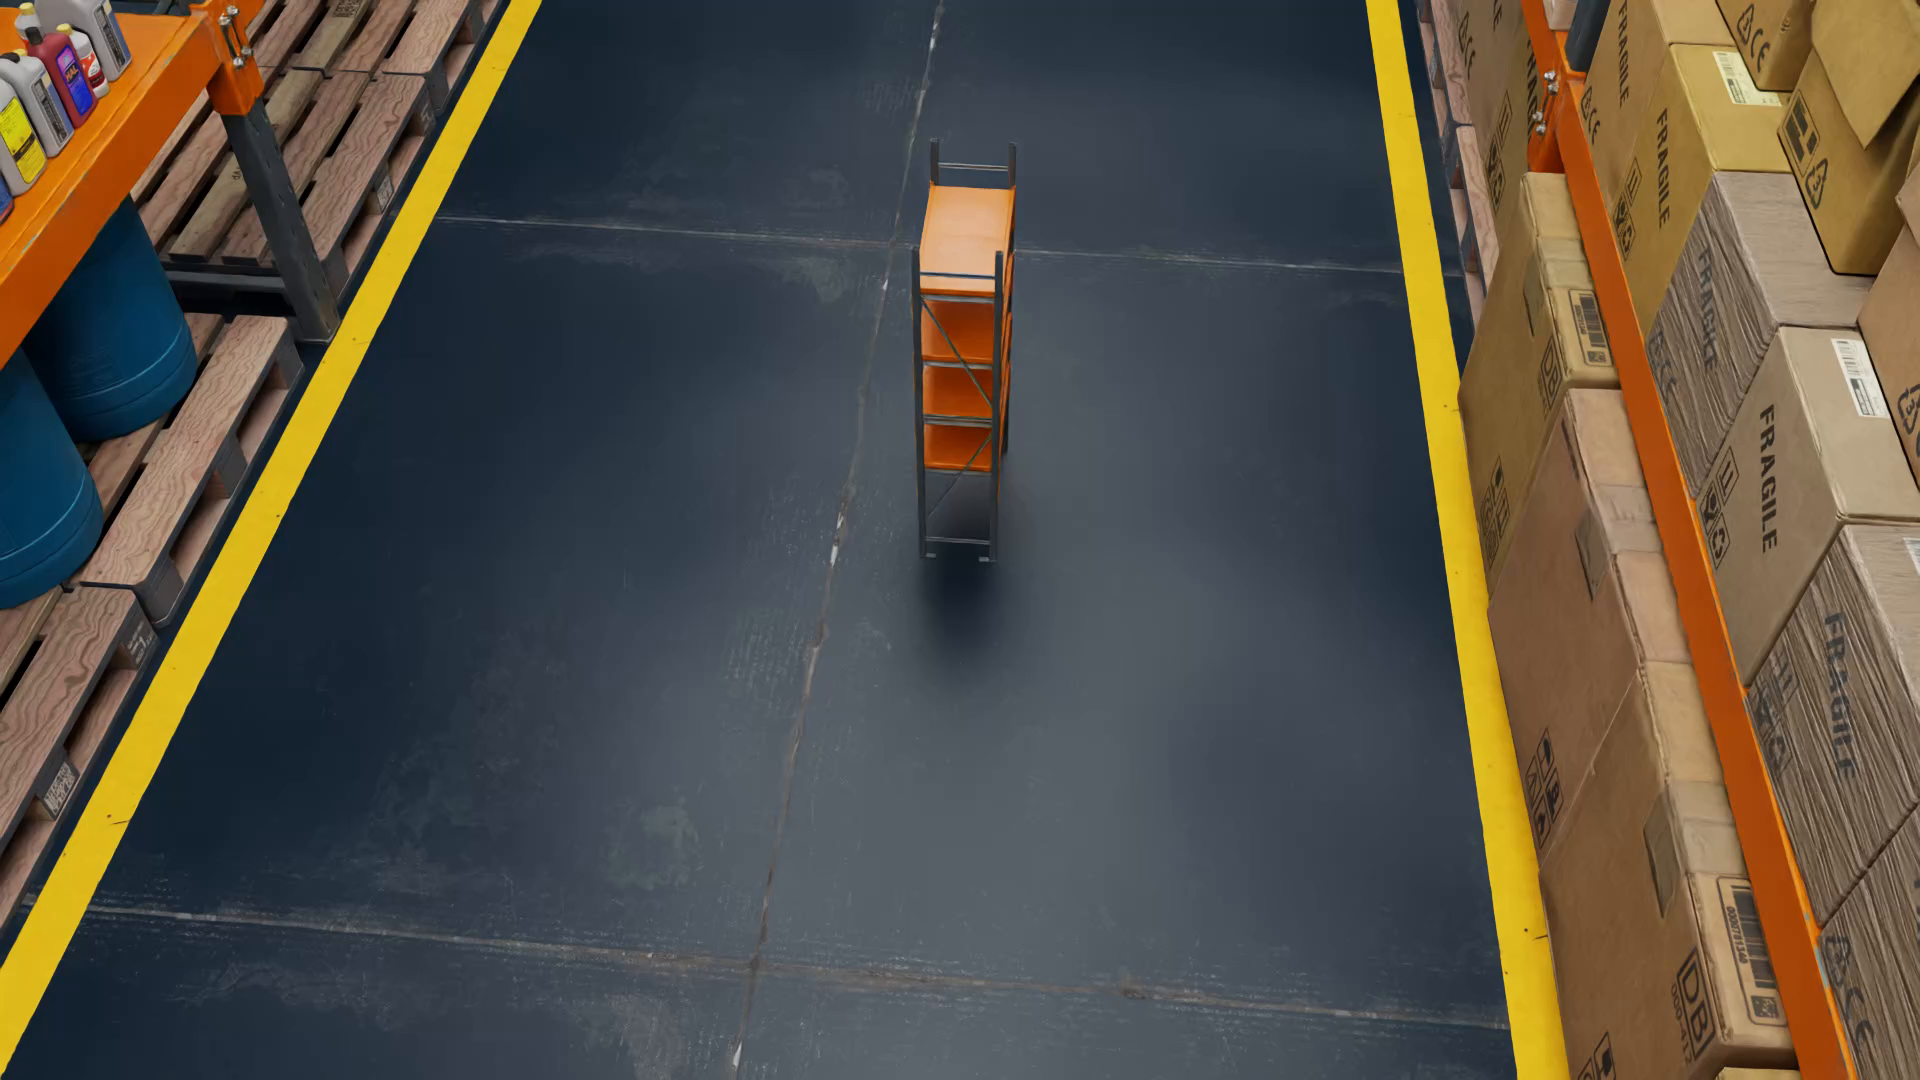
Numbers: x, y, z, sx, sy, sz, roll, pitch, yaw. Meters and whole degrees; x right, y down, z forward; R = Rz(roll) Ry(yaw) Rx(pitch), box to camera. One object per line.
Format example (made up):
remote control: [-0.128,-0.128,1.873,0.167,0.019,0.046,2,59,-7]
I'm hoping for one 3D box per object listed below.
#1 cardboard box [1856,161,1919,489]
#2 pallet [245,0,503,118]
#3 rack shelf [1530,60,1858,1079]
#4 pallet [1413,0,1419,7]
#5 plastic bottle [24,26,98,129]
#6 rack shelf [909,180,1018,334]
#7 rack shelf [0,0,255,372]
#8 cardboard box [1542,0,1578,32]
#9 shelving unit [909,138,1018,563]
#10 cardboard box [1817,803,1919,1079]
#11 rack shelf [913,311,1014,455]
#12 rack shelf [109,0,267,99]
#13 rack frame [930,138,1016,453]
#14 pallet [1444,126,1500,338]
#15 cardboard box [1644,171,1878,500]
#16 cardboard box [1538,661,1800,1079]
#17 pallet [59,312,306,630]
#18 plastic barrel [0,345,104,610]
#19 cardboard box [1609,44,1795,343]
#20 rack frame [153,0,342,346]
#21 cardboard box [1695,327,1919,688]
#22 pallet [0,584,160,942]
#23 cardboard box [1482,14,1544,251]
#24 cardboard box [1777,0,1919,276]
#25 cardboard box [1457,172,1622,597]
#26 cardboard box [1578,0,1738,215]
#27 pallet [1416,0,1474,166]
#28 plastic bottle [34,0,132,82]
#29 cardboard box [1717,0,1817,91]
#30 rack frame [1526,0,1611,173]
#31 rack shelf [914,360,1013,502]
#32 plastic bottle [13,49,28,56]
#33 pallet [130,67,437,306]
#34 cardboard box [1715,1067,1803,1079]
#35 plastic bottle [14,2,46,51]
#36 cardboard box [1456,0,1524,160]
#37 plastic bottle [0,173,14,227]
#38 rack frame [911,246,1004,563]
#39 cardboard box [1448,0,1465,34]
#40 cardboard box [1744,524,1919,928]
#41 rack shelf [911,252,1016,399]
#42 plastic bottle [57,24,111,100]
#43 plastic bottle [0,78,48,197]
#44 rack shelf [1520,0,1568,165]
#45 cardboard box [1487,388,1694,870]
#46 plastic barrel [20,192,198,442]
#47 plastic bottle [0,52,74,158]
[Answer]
cardboard box: [2.049,-0.388,2.824,0.797,0.503,0.637,5,48,5]
pallet: [-2.581,-2.281,7.193,1.003,0.211,1.213,4,48,4]
rack shelf: [2.032,0.266,3.462,1.077,0.370,4.000,4,48,4]
pallet: [2.584,-2.852,7.716,1.003,0.211,1.213,4,48,4]
plastic bottle: [-2.408,-1.256,4.445,0.061,0.283,0.133,4,48,4]
rack shelf: [0.015,-0.792,4.629,0.258,0.148,0.480,4,48,4]
rack shelf: [-2.901,-0.067,3.766,1.077,0.370,4.000,4,48,4]
cardboard box: [1.916,-1.608,4.858,0.380,0.149,0.250,4,48,4]
shelving unit: [0.015,-0.527,4.919,0.258,1.200,0.503,4,48,4]
cardboard box: [1.699,0.714,2.497,0.500,0.500,0.500,3,48,3]
rack shelf: [0.015,-0.481,4.968,0.258,0.148,0.480,4,48,4]
rack shelf: [-2.536,-3.007,6.455,1.077,0.370,4.000,4,48,4]
rack frame: [0.037,-0.706,5.083,0.240,1.200,0.015,4,48,4]
pallet: [2.361,-1.059,6.076,1.003,0.211,1.213,4,48,4]
cardboard box: [1.832,-0.422,3.535,0.500,0.500,0.500,3,48,3]
cardboard box: [2.022,0.908,3.542,1.225,0.875,0.875,4,48,4]
pallet: [-2.830,-0.274,5.358,1.003,0.211,1.213,4,48,4]
plastic barrel: [-2.849,-0.294,4.624,0.600,0.901,0.708,4,48,4]
cardboard box: [1.878,-0.790,3.872,0.500,0.500,0.500,4,48,4]
rack frame: [-2.718,-1.780,4.845,1.000,3.000,0.127,4,48,4]
cardboard box: [1.790,-0.042,3.188,0.500,0.500,0.500,5,48,4]
pallet: [-2.939,0.624,4.536,1.003,0.211,1.213,4,48,4]
cardboard box: [2.354,-1.351,5.608,0.875,0.875,0.875,4,48,4]
cardboard box: [2.090,-0.846,3.243,0.797,0.503,0.637,4,48,4]
cardboard box: [2.176,-0.400,4.738,1.225,0.875,0.875,4,48,4]
cardboard box: [1.923,-1.159,4.210,0.500,0.500,0.500,4,48,4]
pallet: [2.470,-1.958,6.898,1.003,0.211,1.213,4,48,4]
plastic bottle: [-2.432,-1.427,4.606,0.152,0.276,0.135,4,48,4]
cardboard box: [2.164,-1.349,3.704,0.797,0.503,0.637,3,48,3]
rack frame: [2.214,-1.447,4.540,1.000,3.000,0.127,4,48,4]
rack shelf: [0.015,-0.347,5.115,0.258,0.148,0.480,4,48,4]
plastic bottle: [-2.488,-1.220,4.468,0.097,0.201,0.097,0,48,0]
pallet: [-2.690,-1.382,6.371,1.003,0.211,1.213,4,48,4]
cardboard box: [1.933,1.562,2.944,1.225,0.875,0.875,2,48,2]
plastic bottle: [-2.558,-1.396,4.629,0.097,0.201,0.097,0,48,0]
cardboard box: [2.436,-2.012,6.213,0.875,0.875,0.875,4,48,4]
plastic bottle: [-2.493,-0.930,4.101,0.144,0.351,0.185,4,48,4]
rack frame: [-0.007,-0.347,4.755,0.240,1.200,0.015,4,48,4]
cardboard box: [2.517,-2.666,6.811,0.875,0.875,0.875,4,48,4]
cardboard box: [1.743,0.332,2.846,0.500,0.500,0.500,2,48,2]
rack shelf: [0.015,-0.632,4.803,0.258,0.148,0.480,4,48,4]
plastic bottle: [-2.416,-1.314,4.554,0.097,0.201,0.097,0,48,0]
plastic bottle: [-2.476,-1.066,4.225,0.144,0.351,0.185,4,48,4]
rack shelf: [2.396,-2.674,6.150,1.077,0.370,4.000,4,48,4]
cardboard box: [2.095,0.257,4.137,1.225,0.875,0.875,2,48,2]
plastic barrel: [-2.785,-0.815,5.100,0.600,0.901,0.708,4,48,4]
plastic bottle: [-2.466,-1.158,4.361,0.152,0.276,0.135,4,48,4]
